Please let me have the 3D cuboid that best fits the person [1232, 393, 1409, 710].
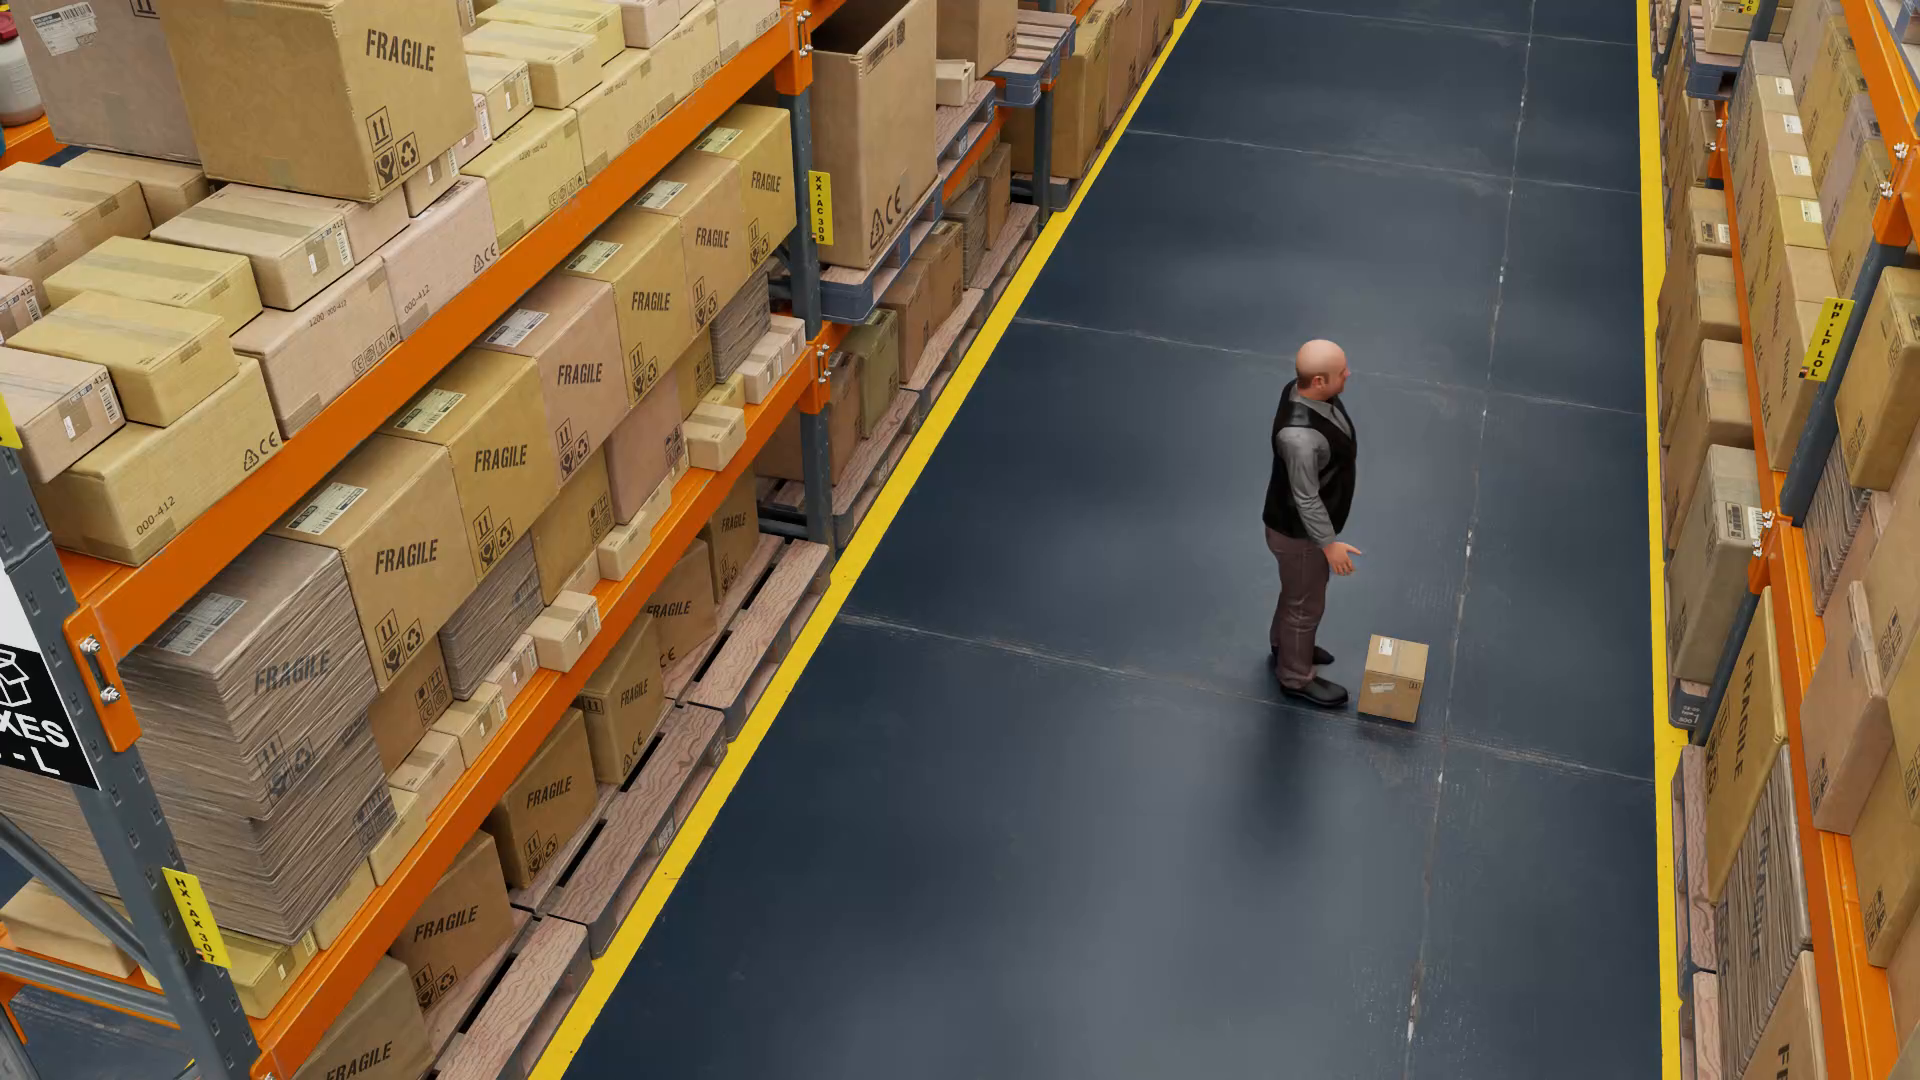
[{"bbox_3d":[1.487,0.004,7.088,0.625,1.513,0.588,11,38,14],"label":"person"}]
